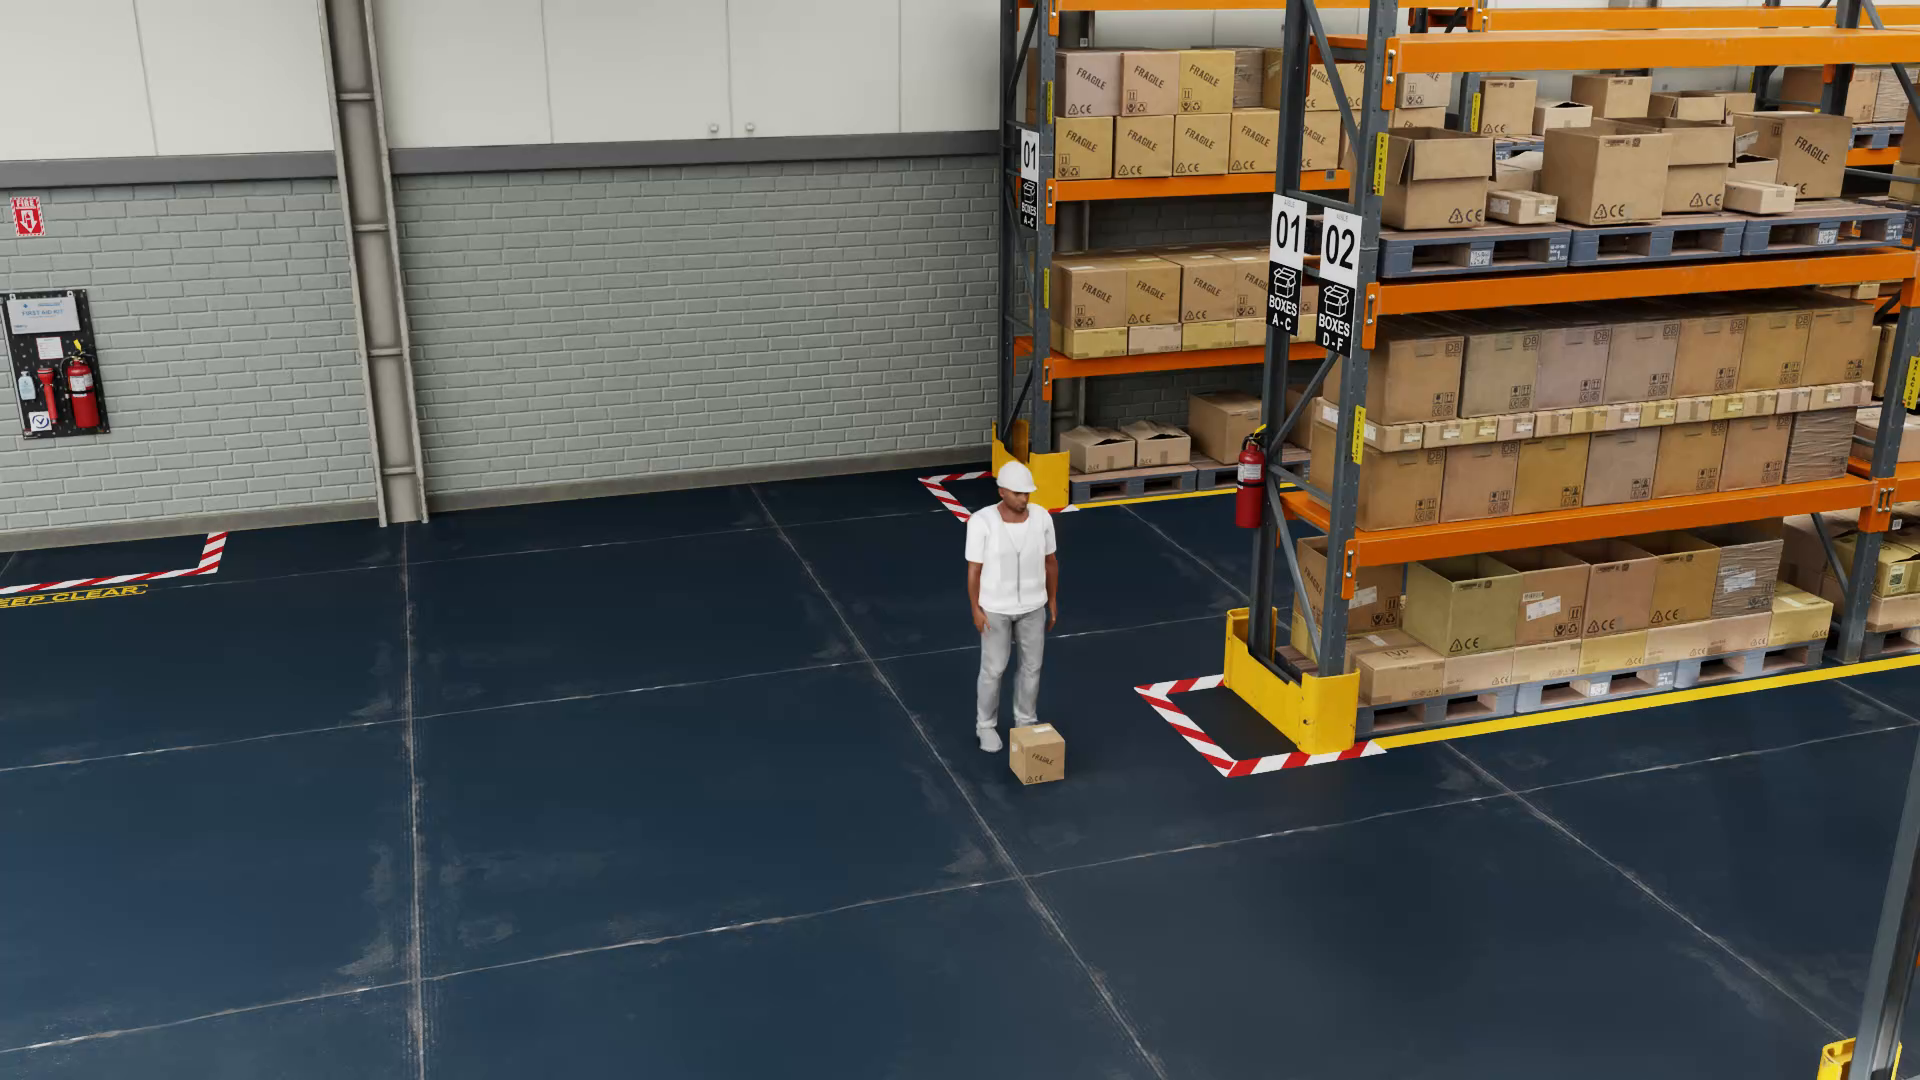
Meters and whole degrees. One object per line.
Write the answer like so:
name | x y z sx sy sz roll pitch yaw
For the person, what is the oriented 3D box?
person | 0.320 0.383 9.929 0.565 1.764 0.358 -6 20 -16
